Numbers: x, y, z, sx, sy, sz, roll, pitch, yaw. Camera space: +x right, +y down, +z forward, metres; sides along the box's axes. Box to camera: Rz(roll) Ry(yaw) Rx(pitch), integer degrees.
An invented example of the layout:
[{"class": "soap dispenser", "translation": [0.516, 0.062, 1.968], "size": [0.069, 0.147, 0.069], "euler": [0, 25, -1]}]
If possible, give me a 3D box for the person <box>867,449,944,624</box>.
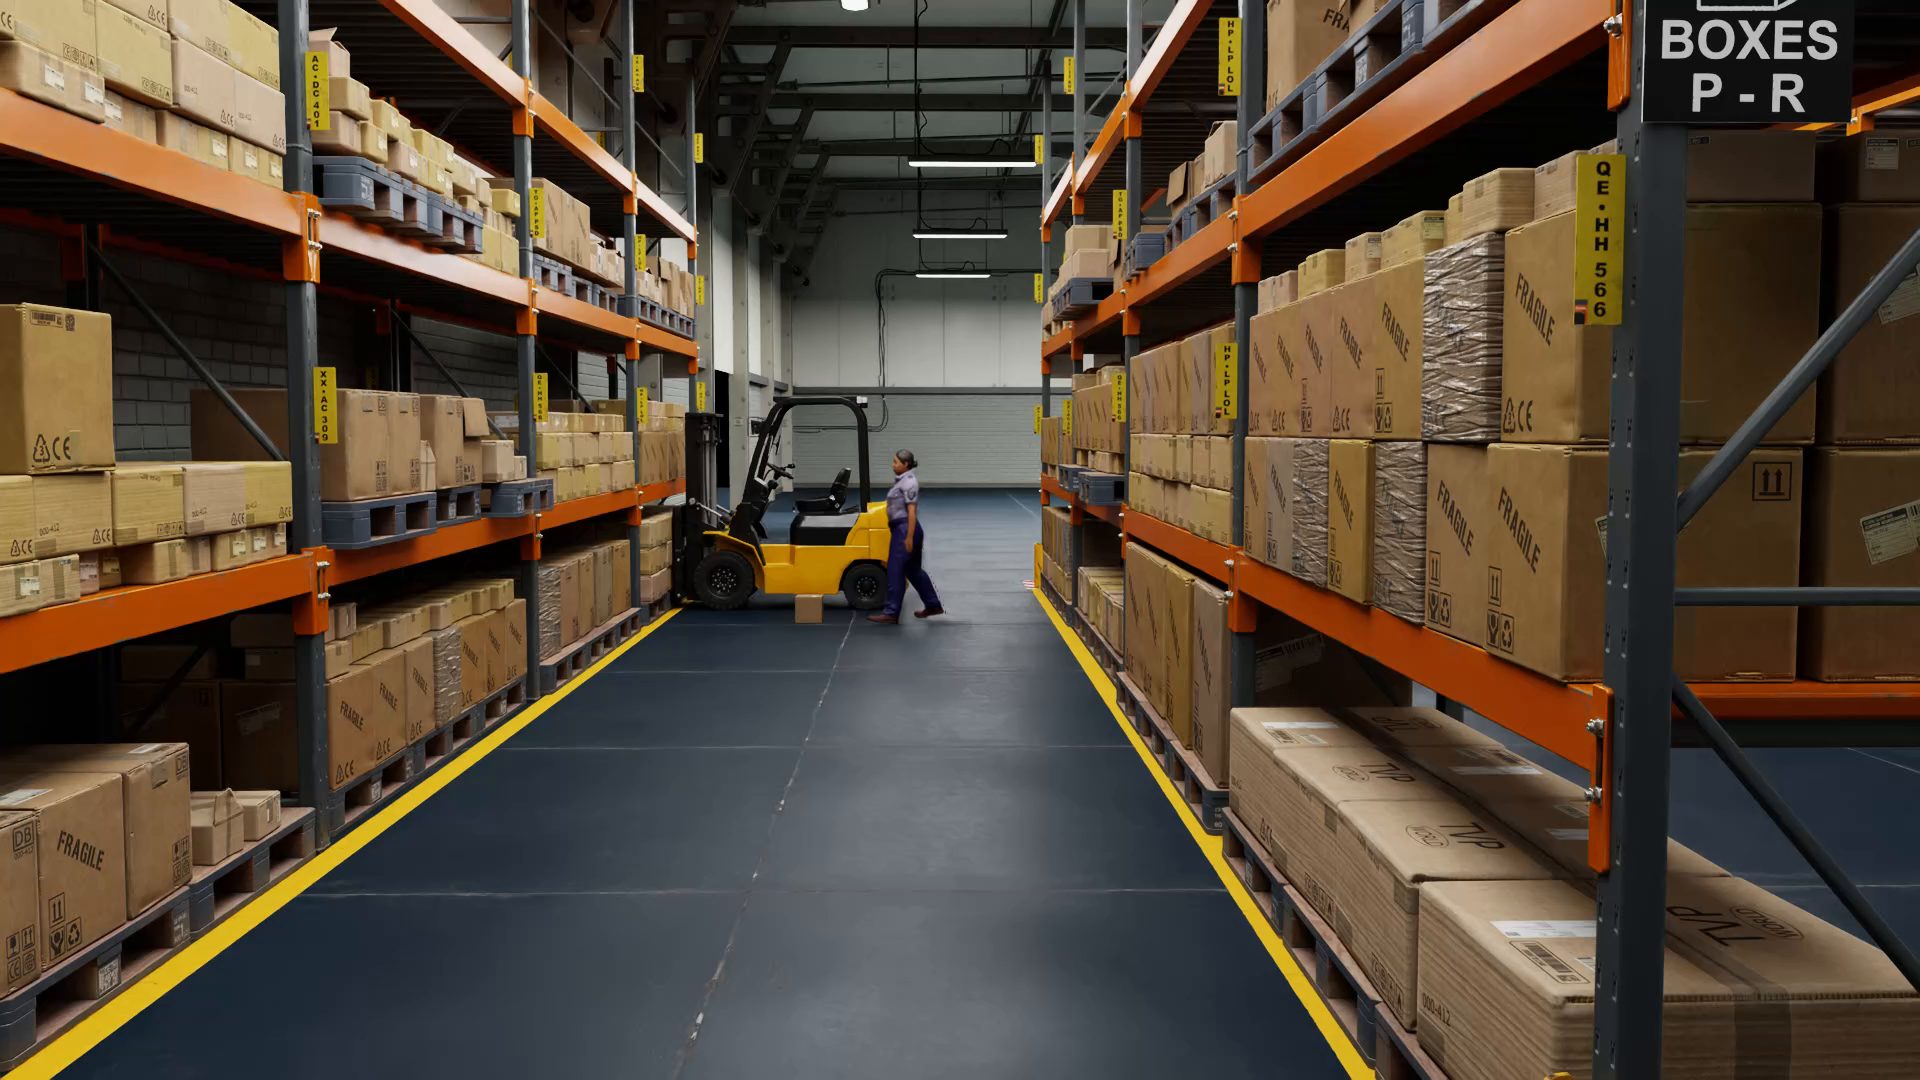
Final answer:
[{"class": "person", "translation": [-0.528, -0.040, 15.693], "size": [0.728, 1.636, 0.520], "euler": [0, 4, -5]}]
